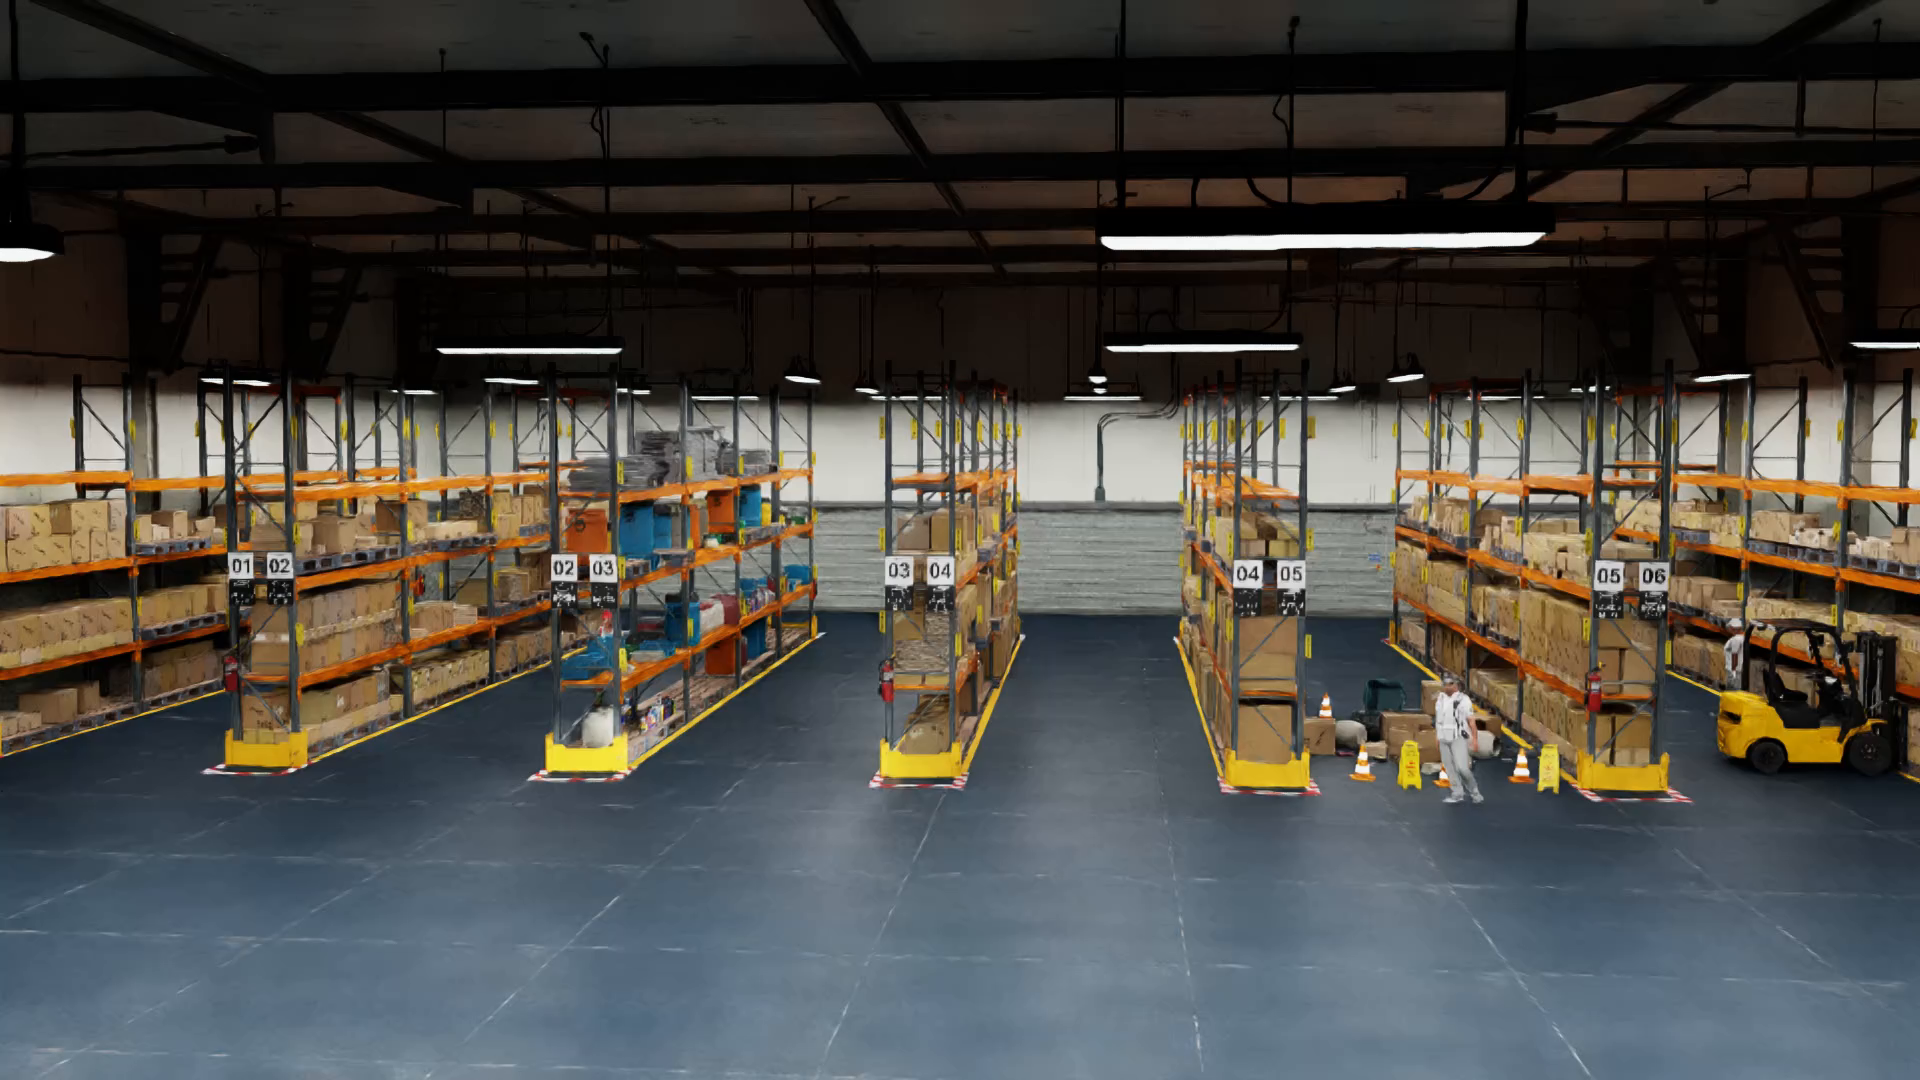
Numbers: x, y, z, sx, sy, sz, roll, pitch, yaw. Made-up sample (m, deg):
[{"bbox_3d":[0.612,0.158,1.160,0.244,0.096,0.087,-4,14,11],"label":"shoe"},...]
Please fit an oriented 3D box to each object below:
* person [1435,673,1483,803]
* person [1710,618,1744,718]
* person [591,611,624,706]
[{"bbox_3d":[6.696,2.656,22.335,0.505,1.749,0.679,-3,5,-38],"label":"person"},{"bbox_3d":[13.232,2.220,28.560,0.625,1.780,0.778,2,4,28],"label":"person"},{"bbox_3d":[-6.394,2.137,30.289,0.551,1.707,1.109,0,4,3],"label":"person"}]
